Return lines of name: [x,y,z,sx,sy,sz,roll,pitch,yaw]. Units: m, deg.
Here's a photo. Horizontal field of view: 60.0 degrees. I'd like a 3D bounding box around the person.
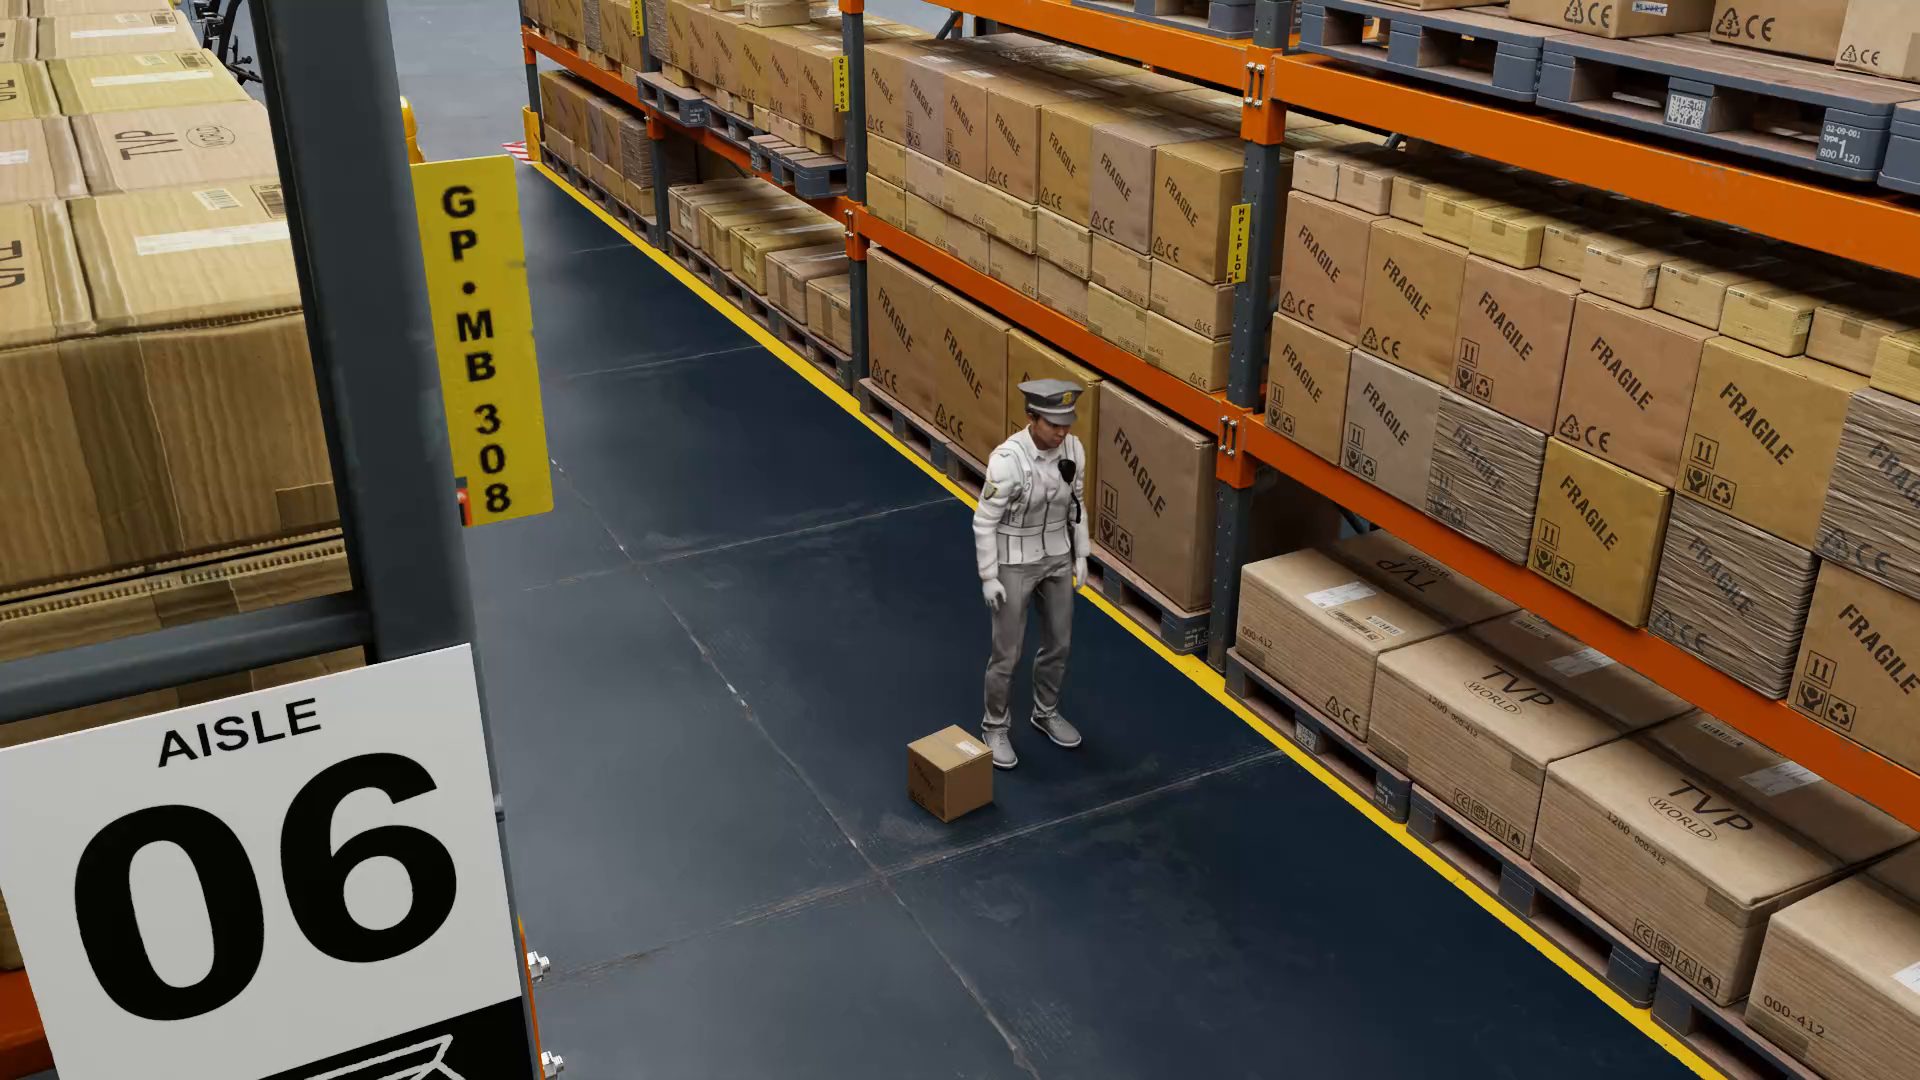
person: [0.314,0.119,6.860,0.526,1.663,0.343,-14,29,-26]
